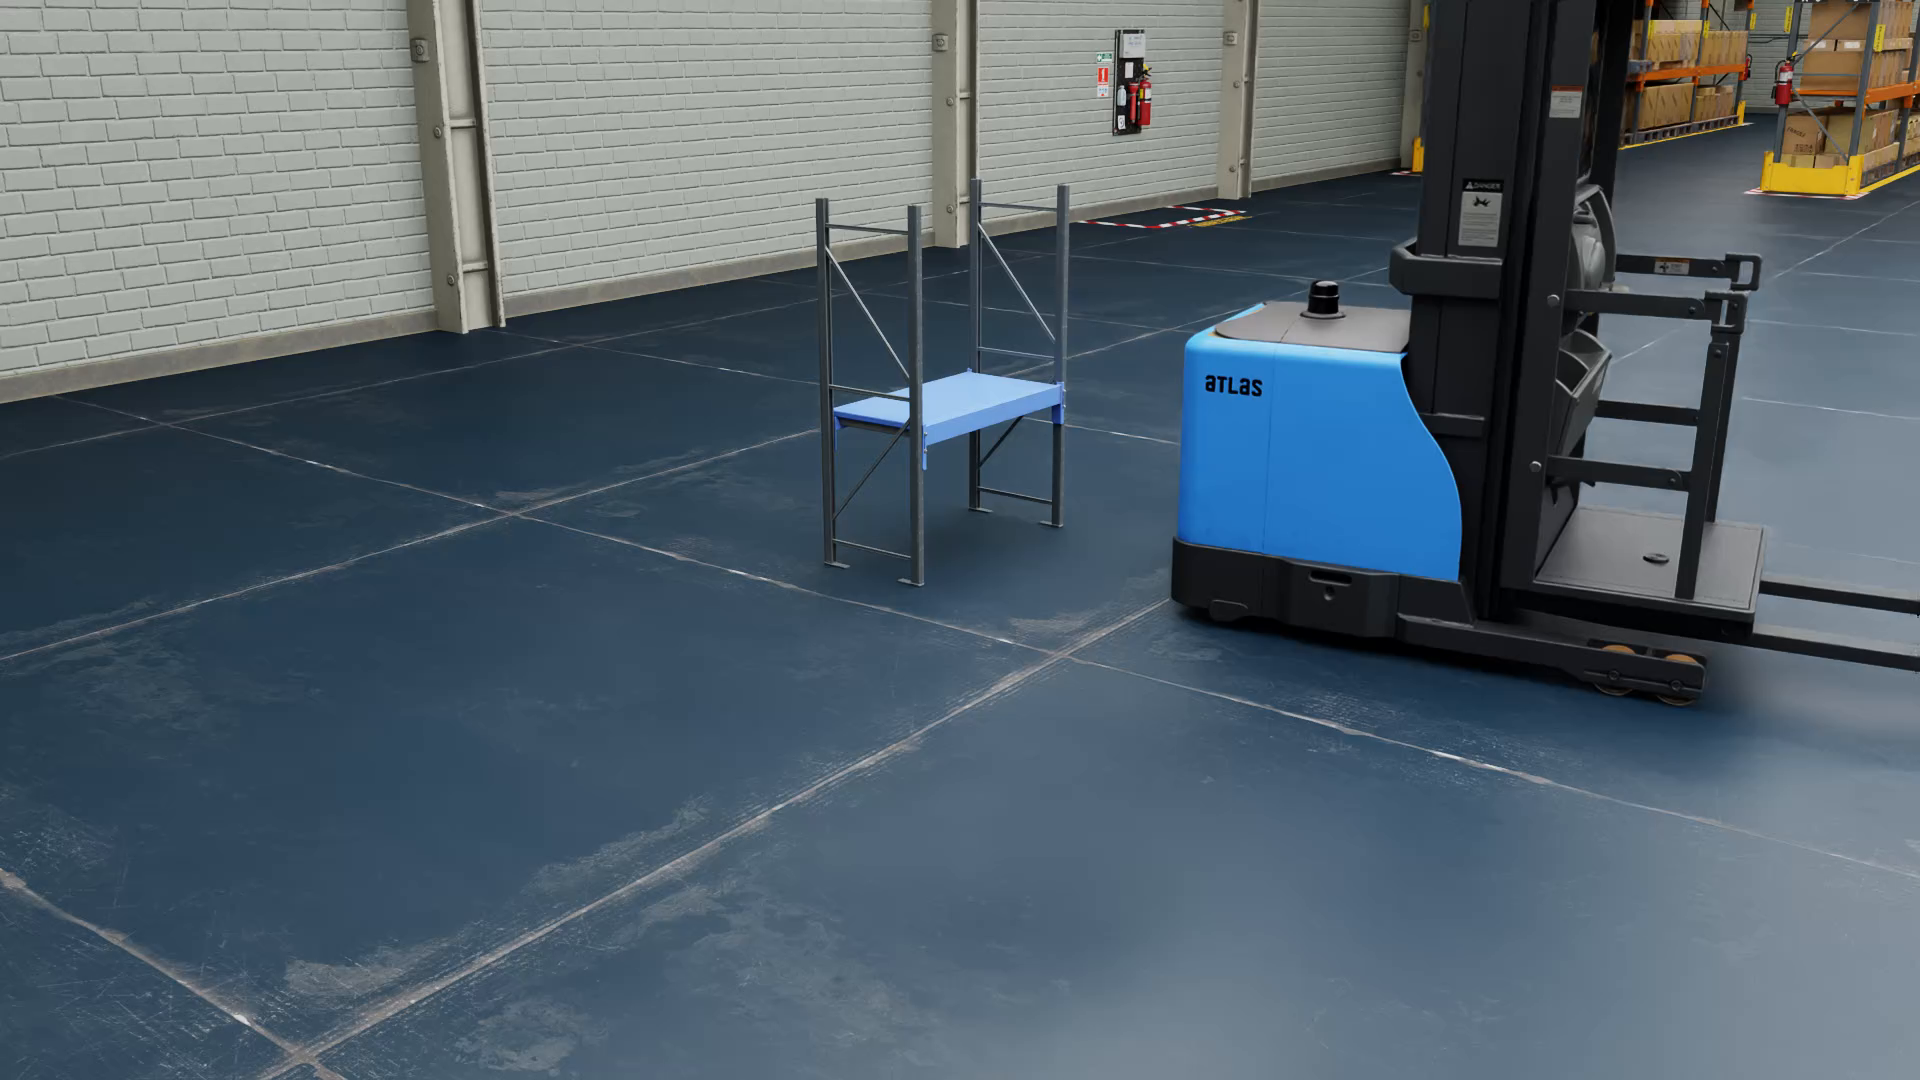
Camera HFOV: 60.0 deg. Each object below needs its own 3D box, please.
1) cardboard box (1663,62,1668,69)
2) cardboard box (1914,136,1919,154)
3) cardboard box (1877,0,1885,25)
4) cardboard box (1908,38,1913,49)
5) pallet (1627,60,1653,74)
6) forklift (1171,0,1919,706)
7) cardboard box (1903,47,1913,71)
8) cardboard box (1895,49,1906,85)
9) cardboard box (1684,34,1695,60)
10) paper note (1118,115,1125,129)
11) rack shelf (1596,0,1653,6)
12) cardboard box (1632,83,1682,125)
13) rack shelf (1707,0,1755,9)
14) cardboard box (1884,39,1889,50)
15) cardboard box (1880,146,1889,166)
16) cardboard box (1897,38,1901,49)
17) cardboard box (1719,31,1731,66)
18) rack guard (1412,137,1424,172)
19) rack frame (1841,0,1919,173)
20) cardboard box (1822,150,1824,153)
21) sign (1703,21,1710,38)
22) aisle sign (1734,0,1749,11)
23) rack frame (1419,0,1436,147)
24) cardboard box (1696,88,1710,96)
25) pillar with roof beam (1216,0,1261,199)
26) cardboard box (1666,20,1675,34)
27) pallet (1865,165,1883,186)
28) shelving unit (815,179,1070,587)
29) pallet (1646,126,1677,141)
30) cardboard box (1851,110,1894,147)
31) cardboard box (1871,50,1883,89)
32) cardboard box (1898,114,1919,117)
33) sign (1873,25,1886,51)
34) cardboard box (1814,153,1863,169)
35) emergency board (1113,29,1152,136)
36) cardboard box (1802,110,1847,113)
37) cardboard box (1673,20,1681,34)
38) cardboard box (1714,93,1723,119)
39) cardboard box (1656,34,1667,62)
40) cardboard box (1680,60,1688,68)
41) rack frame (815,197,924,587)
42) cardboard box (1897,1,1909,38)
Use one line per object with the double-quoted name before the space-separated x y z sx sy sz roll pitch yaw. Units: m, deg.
"cardboard box" 13.441 -9.172 32.111 0.380 0.149 0.250 13 21 35
"cardboard box" 14.802 -6.235 26.193 0.500 0.250 0.500 12 21 33
"cardboard box" 11.996 -7.013 22.412 0.700 0.500 0.500 12 21 33
"cardboard box" 13.761 -7.305 24.448 0.380 0.149 0.250 12 21 35
"pallet" 11.814 -8.597 30.194 1.213 0.211 1.003 12 21 35
"forklift" 2.350 -1.033 5.627 3.031 2.935 1.130 9 19 26
"cardboard box" 14.535 -7.404 25.858 0.500 0.500 0.500 14 22 39
"cardboard box" 13.491 -6.991 24.531 0.700 0.500 0.500 12 21 33
"cardboard box" 14.168 -9.752 32.885 0.500 0.500 0.500 13 21 35
"paper note" 1.870 -4.830 19.225 0.016 0.148 0.142 12 21 35
"rack shelf" 10.962 -9.490 28.901 1.077 0.370 4.000 12 21 35
"cardboard box" 13.727 -8.614 32.842 0.750 0.750 0.750 13 22 36
"rack shelf" 15.728 -11.396 35.037 1.077 0.370 4.000 12 21 35
"cardboard box" 12.540 -6.818 22.878 0.380 0.149 0.250 12 21 34
"cardboard box" 13.058 -5.550 23.985 0.500 0.250 0.500 12 21 35
"cardboard box" 13.153 -7.063 23.668 0.380 0.149 0.250 12 21 34
"cardboard box" 15.738 -10.448 35.324 0.980 0.700 0.700 11 20 32
"rack guard" 7.432 -5.796 25.066 1.175 0.500 0.348 12 21 35
"rack frame" 13.751 -7.050 24.889 1.000 3.000 0.127 12 21 35
"cardboard box" 11.738 -5.286 23.137 0.500 0.250 0.500 12 21 35
"sign" 14.978 -10.252 33.380 0.100 0.325 0.005 12 21 35
"aisle sign" 17.204 -11.989 36.408 0.394 0.787 0.004 12 21 35
"rack frame" 7.387 -6.972 24.637 1.000 3.000 0.127 12 21 35
"cardboard box" 15.415 -9.356 34.727 0.380 0.149 0.250 13 22 37
"pillar with roof beam" 6.991 -7.967 17.725 9.100 9.000 0.400 12 21 35
"cardboard box" 13.245 -9.745 31.600 0.500 0.250 0.500 13 21 35
"pallet" 12.517 -5.245 23.777 1.003 0.211 1.213 12 21 35
"shelving unit" -0.051 -0.696 6.956 0.538 1.500 1.048 12 21 35
"pallet" 13.411 -8.010 32.680 1.003 0.211 1.213 12 21 35
"cardboard box" 13.048 -5.910 23.881 0.500 0.500 0.500 12 21 35
"cardboard box" 12.265 -6.497 22.940 0.700 0.500 0.500 13 21 35
"cardboard box" 15.112 -6.626 26.507 0.500 0.311 0.500 13 22 36
"sign" 11.809 -6.449 21.361 0.100 0.325 0.005 12 21 35
"cardboard box" 11.865 -5.073 22.452 0.500 0.250 0.500 12 21 35
"emergency board" 2.031 -5.281 19.191 0.194 1.169 0.643 12 21 35
"cardboard box" 12.331 -5.883 23.794 0.500 0.500 0.500 12 21 35
"cardboard box" 13.545 -9.868 31.995 0.500 0.250 0.500 12 21 34
"cardboard box" 15.986 -9.366 35.854 0.700 0.500 0.500 12 21 33
"cardboard box" 12.968 -9.270 31.334 0.500 0.500 0.500 13 22 36
"cardboard box" 14.131 -9.398 32.839 0.380 0.149 0.250 12 21 35
"rack frame" -0.354 -0.575 6.566 0.500 1.500 0.032 12 21 35
"cardboard box" 13.191 -7.490 23.950 0.700 0.500 0.500 12 21 35
